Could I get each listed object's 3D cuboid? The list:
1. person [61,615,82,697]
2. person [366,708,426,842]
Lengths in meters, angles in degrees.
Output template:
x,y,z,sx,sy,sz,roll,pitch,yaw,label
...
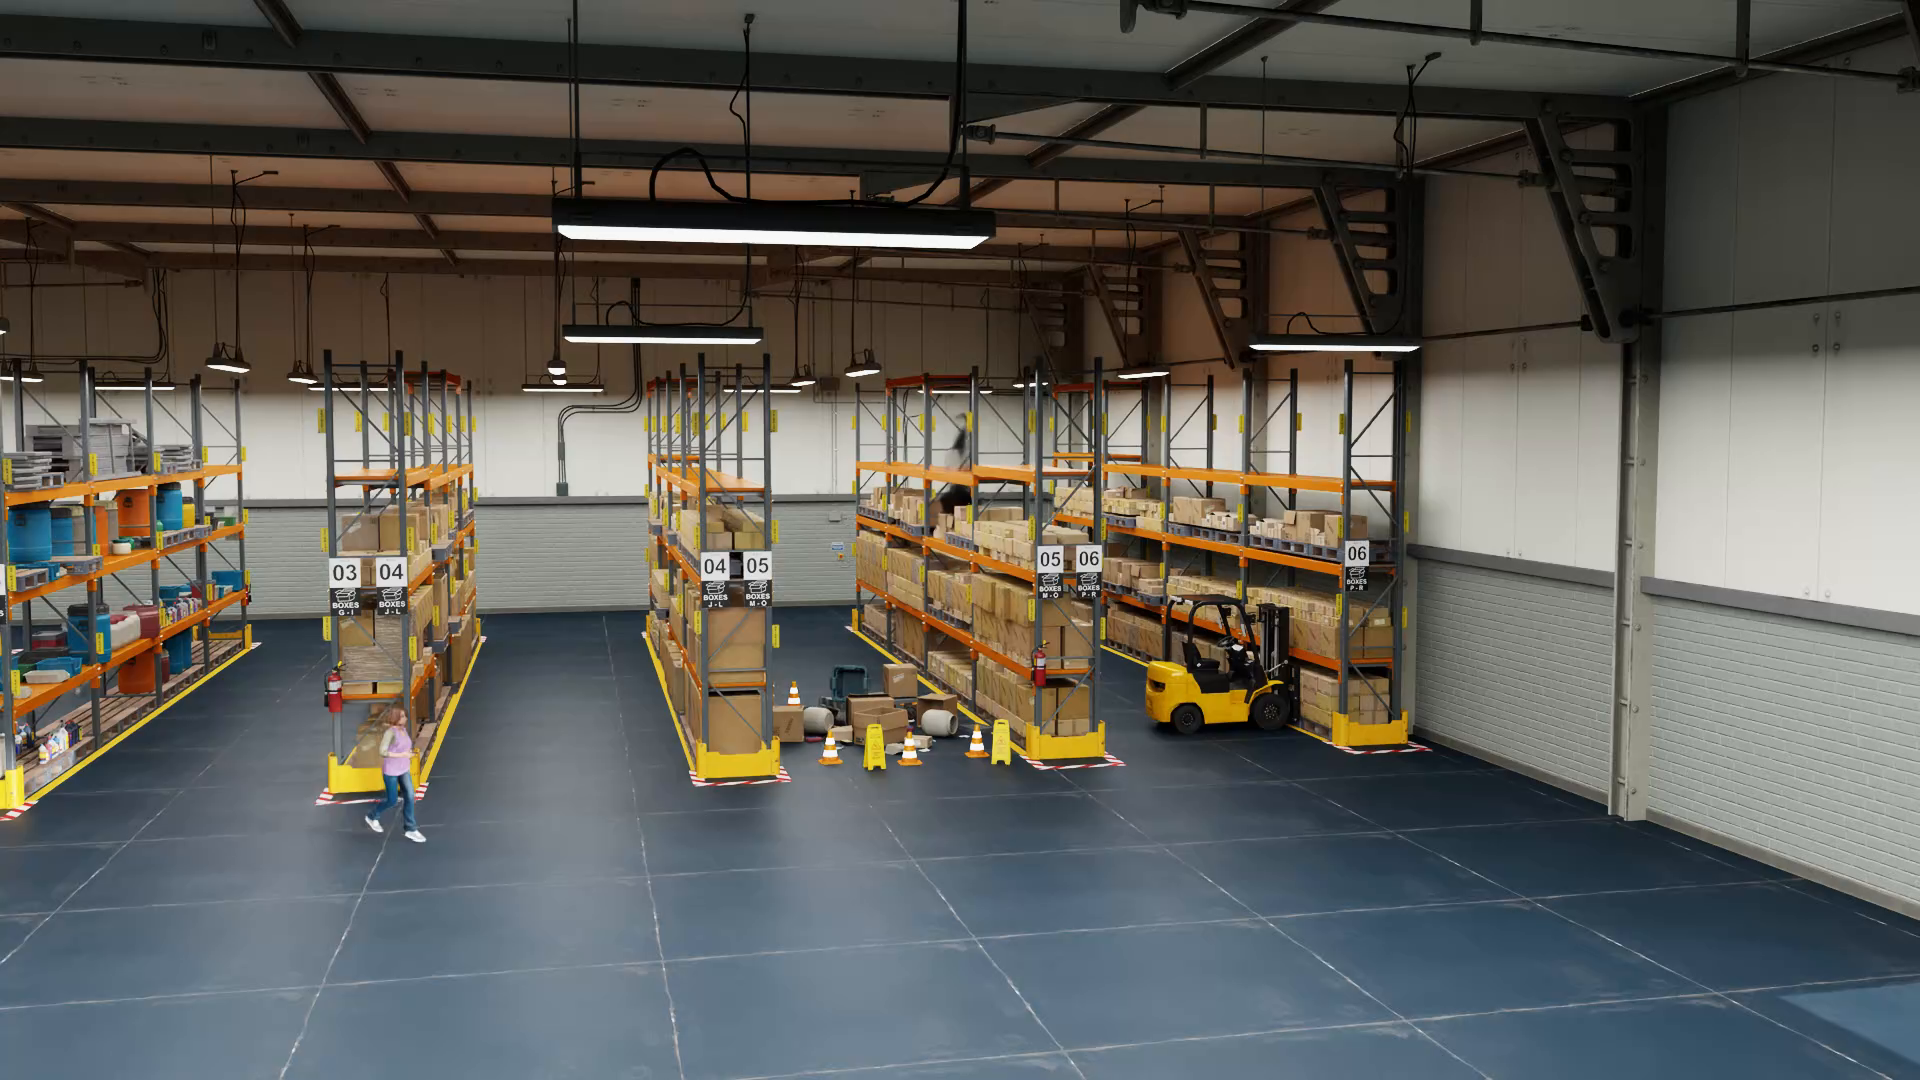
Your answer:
x,y,z,sx,sy,sz,roll,pitch,yaw,label
-16.402,2.062,30.803,0.480,1.635,0.762,-1,4,-13,person
-6.805,2.814,19.974,0.796,1.609,0.526,1,4,17,person
